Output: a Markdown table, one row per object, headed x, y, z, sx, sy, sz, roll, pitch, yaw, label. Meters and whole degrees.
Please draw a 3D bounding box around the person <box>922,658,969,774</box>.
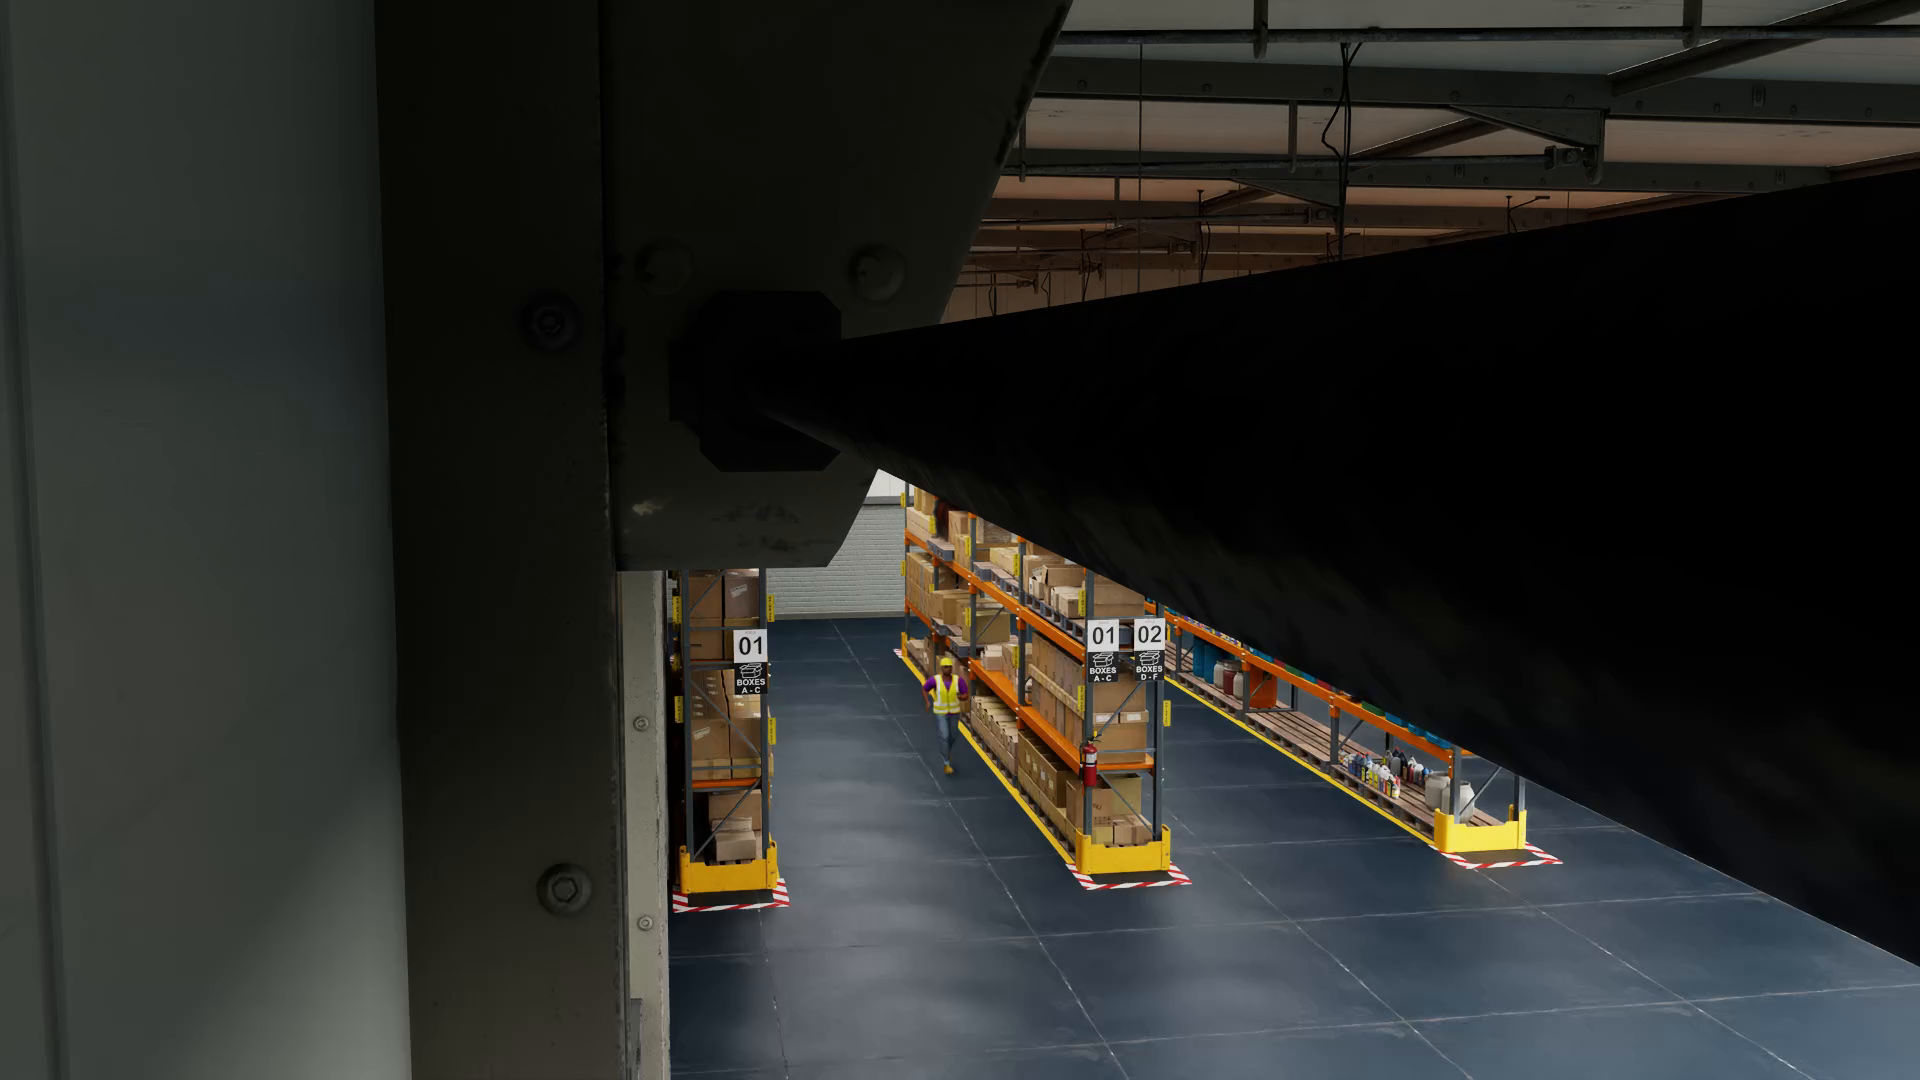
| x | y | z | sx | sy | sz | roll | pitch | yaw | label |
| --- | --- | --- | --- | --- | --- | --- | --- | --- | --- |
| -0.209 | 2.718 | 26.145 | 0.694 | 1.747 | 0.992 | -2 | 6 | -14 | person |
